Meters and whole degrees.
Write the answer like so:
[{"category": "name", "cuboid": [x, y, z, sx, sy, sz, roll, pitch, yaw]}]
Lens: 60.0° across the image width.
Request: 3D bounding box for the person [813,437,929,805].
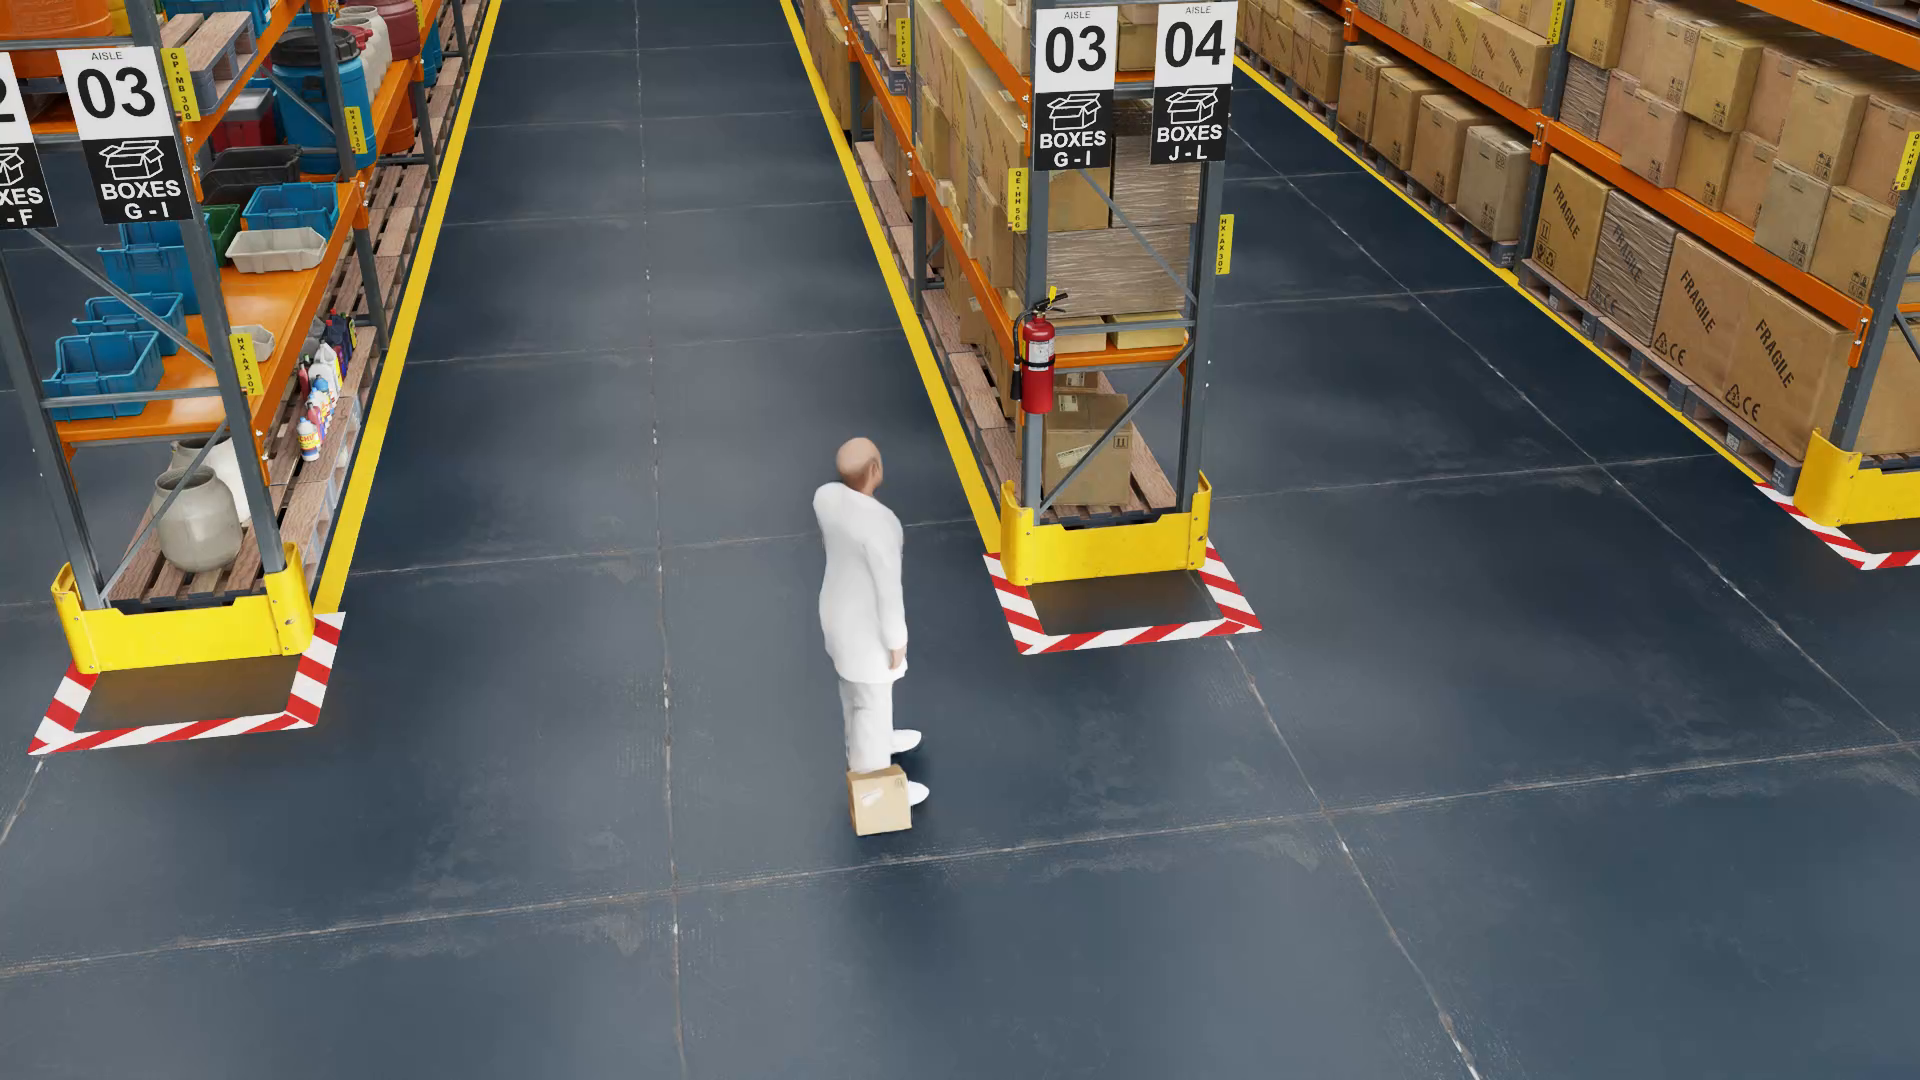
[{"category": "person", "cuboid": [-0.360, 0.343, 7.509, 0.498, 1.787, 0.595, -18, 35, -28]}]
